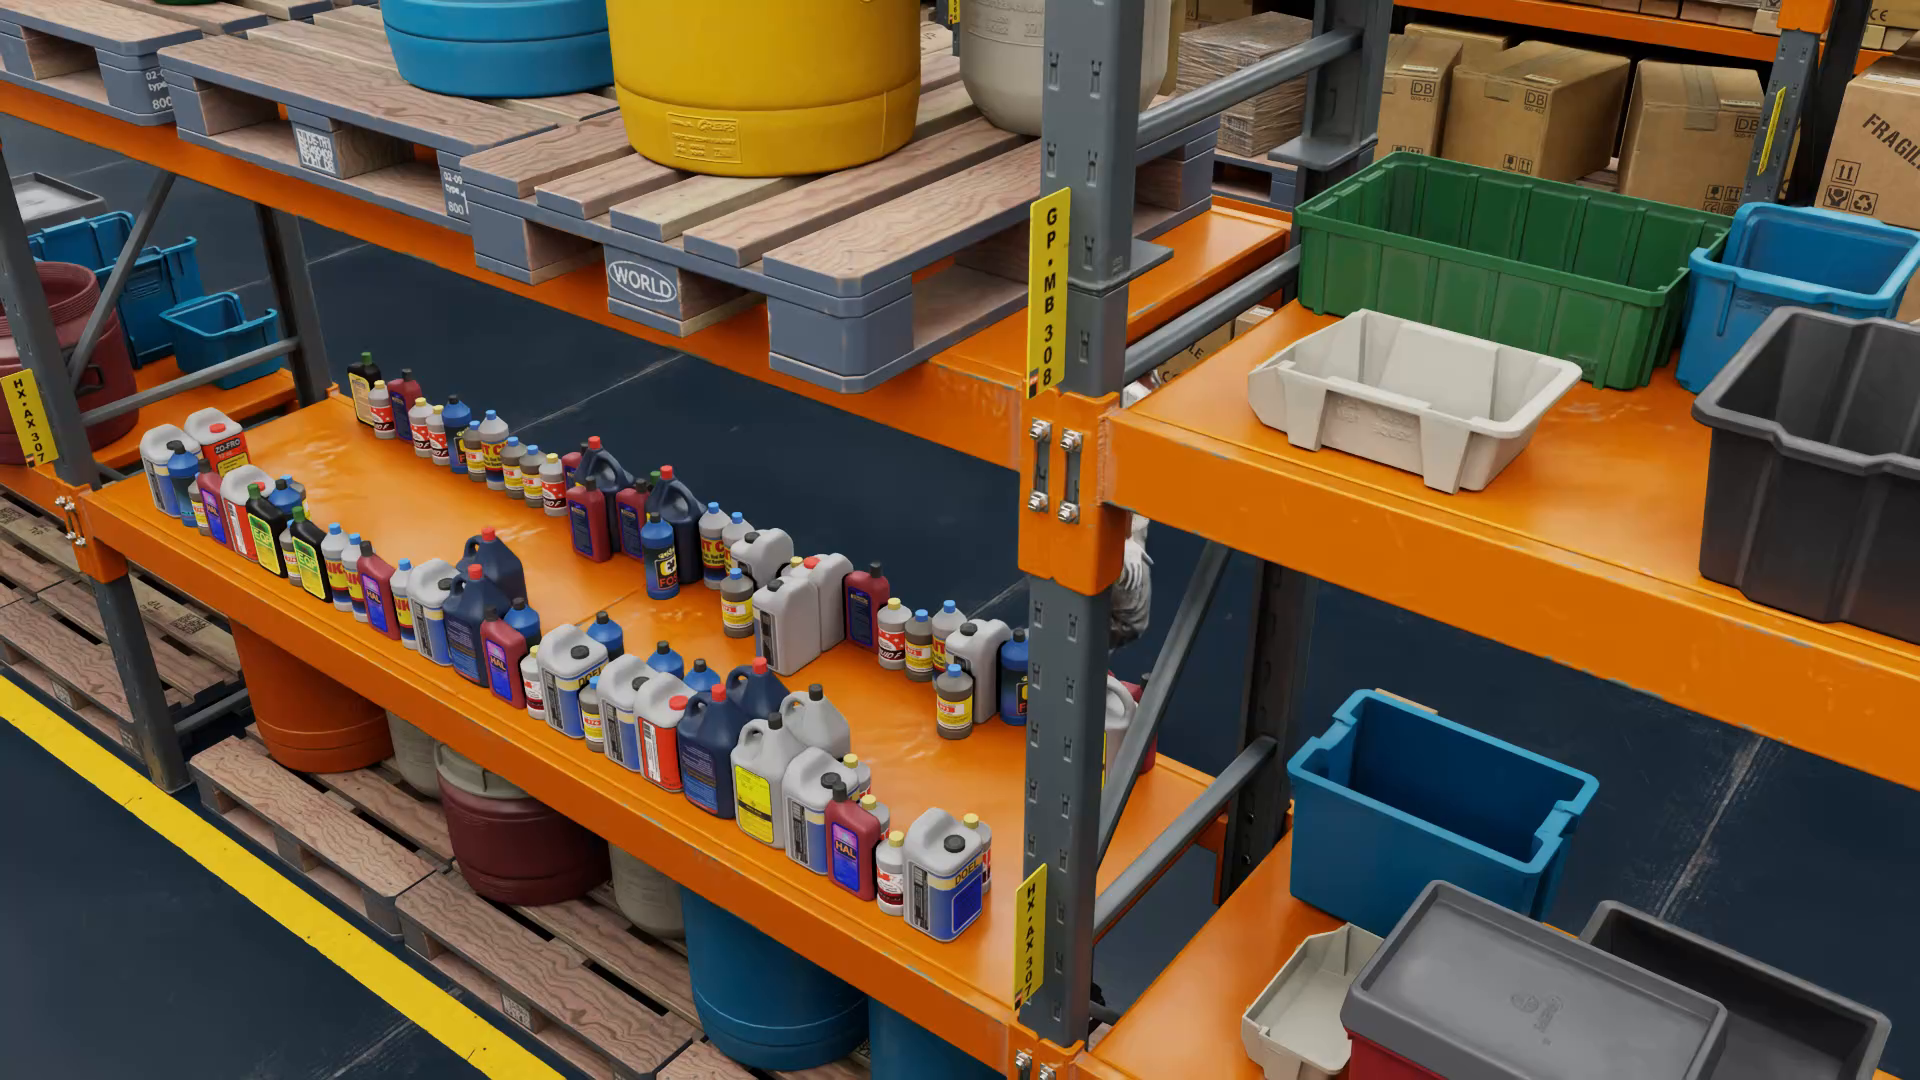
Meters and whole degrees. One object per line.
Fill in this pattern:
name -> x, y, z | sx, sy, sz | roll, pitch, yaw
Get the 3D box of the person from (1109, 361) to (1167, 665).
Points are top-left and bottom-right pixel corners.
person -> 0.522, -0.104, 6.257 | 0.553, 1.780, 0.609 | 8, 32, 14
